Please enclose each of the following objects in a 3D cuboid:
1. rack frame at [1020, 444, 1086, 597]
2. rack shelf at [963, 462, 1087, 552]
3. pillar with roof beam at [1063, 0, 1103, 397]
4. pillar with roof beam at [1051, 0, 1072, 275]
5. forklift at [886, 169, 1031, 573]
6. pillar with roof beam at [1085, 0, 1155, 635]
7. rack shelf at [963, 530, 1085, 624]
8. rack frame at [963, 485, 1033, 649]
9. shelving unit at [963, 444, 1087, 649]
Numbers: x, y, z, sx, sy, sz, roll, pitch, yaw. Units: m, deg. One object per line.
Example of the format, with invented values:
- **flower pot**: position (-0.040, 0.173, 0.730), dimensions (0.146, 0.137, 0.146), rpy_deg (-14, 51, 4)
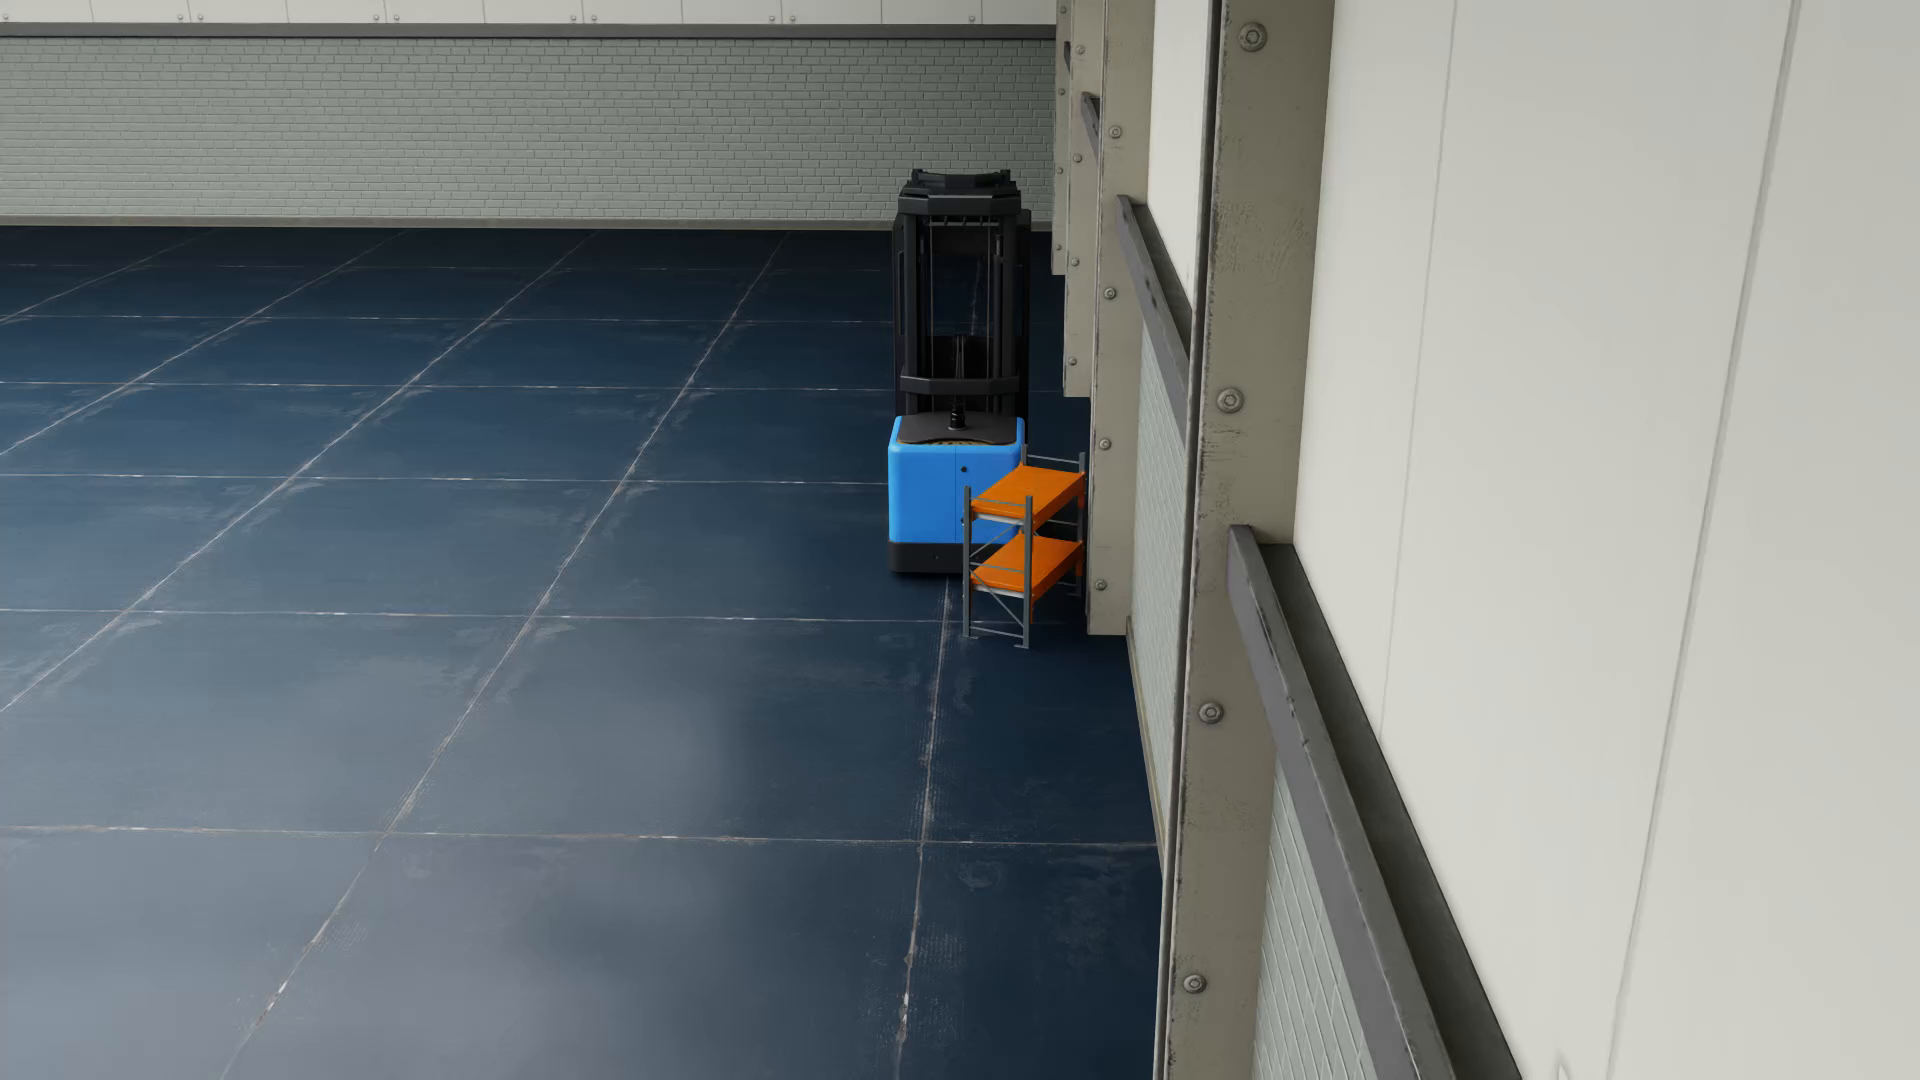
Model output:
- **rack frame**: position (0.683, -0.141, 12.337), dimensions (0.500, 1.125, 0.032), rpy_deg (9, 23, 23)
- **rack shelf**: position (0.471, -0.247, 11.801), dimensions (0.538, 0.278, 1.000), rpy_deg (9, 23, 23)
- **pillar with roof beam**: position (-3.056, -5.812, 16.067), dimensions (9.100, 9.000, 0.400), rpy_deg (1, 21, 2)
- **pillar with roof beam**: position (-2.873, -7.981, 21.658), dimensions (9.100, 9.000, 0.400), rpy_deg (1, 21, 2)
- **forklift**: position (0.023, -1.594, 13.586), dimensions (1.130, 2.935, 3.031), rpy_deg (1, 21, 2)
- **pillar with roof beam**: position (-3.238, -3.642, 10.476), dimensions (9.100, 9.000, 0.400), rpy_deg (1, 21, 2)
- **rack shelf**: position (0.471, 0.254, 11.995), dimensions (0.538, 0.278, 1.000), rpy_deg (9, 23, 23)
- **rack frame**: position (0.258, 0.193, 11.476), dimensions (0.500, 1.125, 0.032), rpy_deg (9, 23, 23)
- **shelving unit**: position (0.471, 0.026, 11.907), dimensions (0.538, 1.125, 1.048), rpy_deg (9, 23, 23)
